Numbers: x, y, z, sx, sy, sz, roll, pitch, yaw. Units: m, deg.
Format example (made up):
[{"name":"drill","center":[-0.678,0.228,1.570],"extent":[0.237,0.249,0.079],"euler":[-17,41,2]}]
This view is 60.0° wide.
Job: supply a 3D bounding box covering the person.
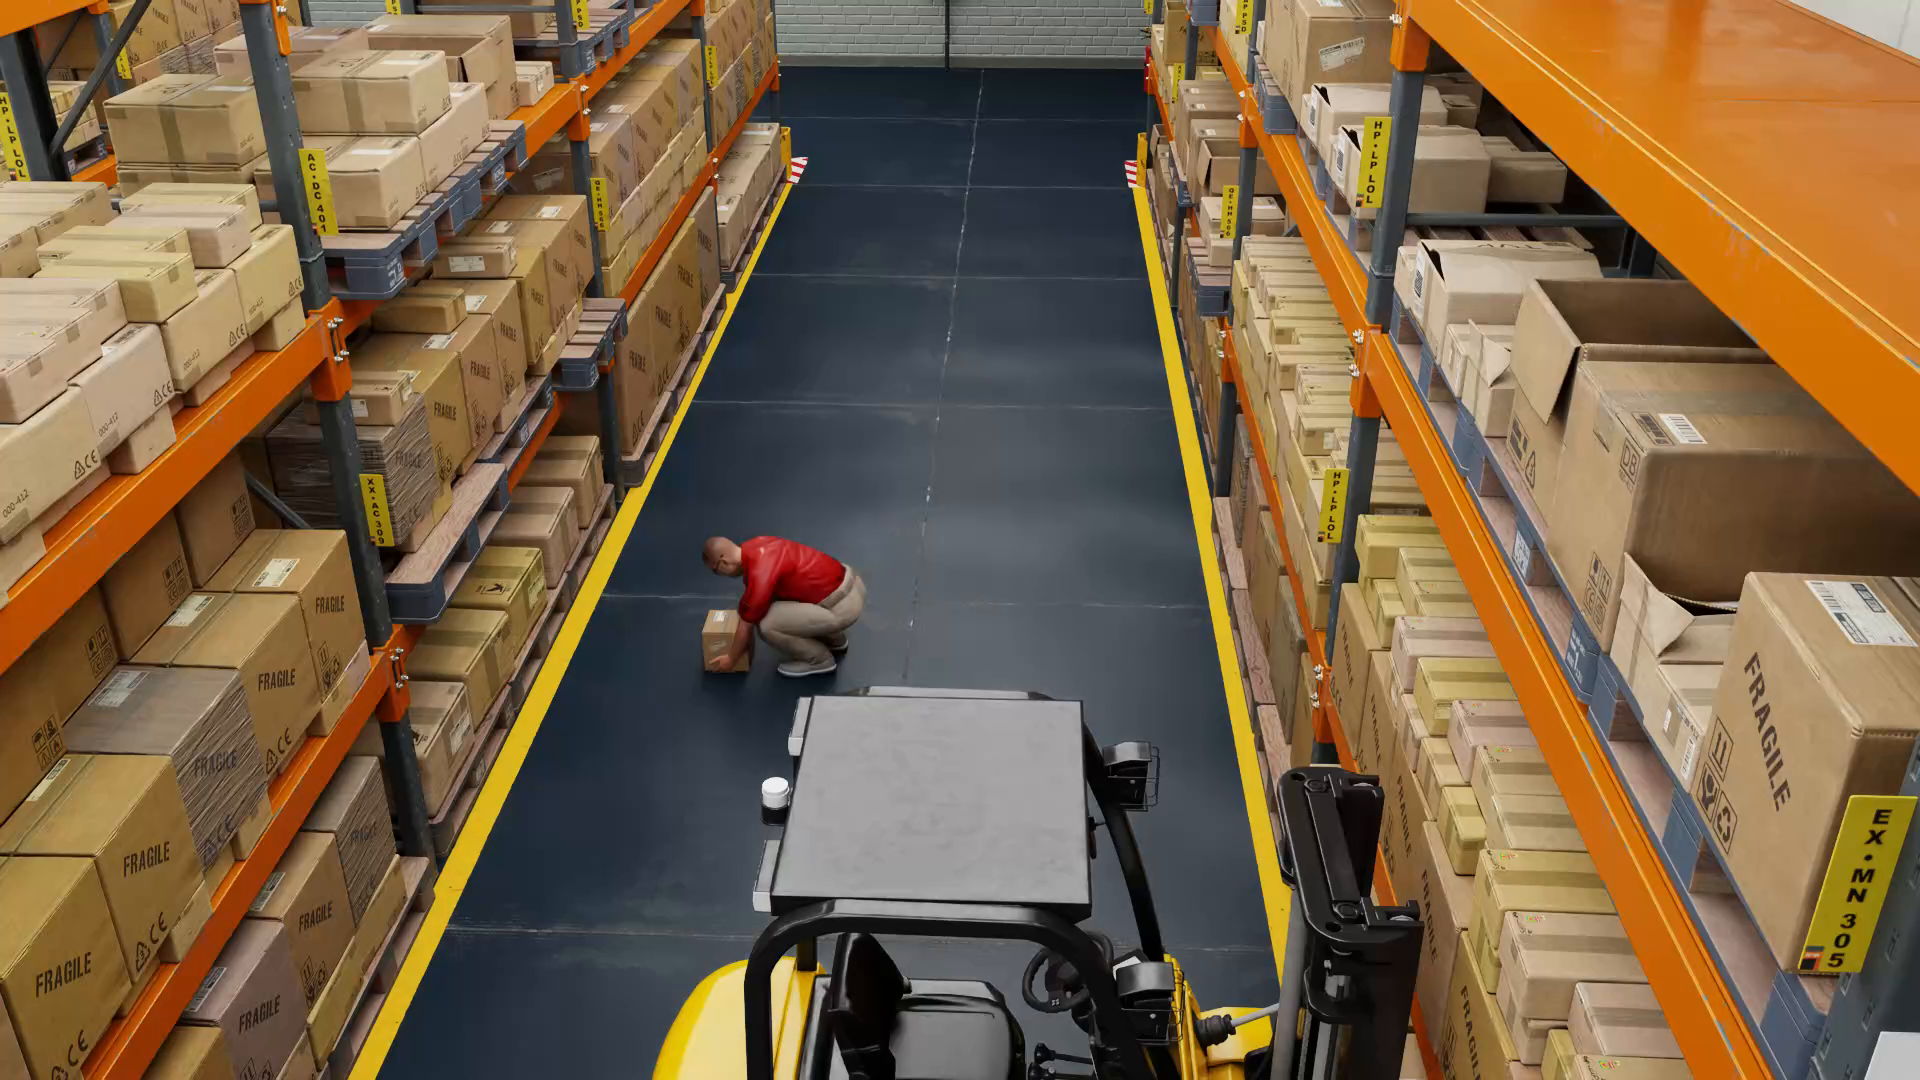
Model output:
[{"name":"person","center":[-0.966,0.344,9.249],"extent":[0.872,0.855,0.545],"euler":[1,28,2]}]
